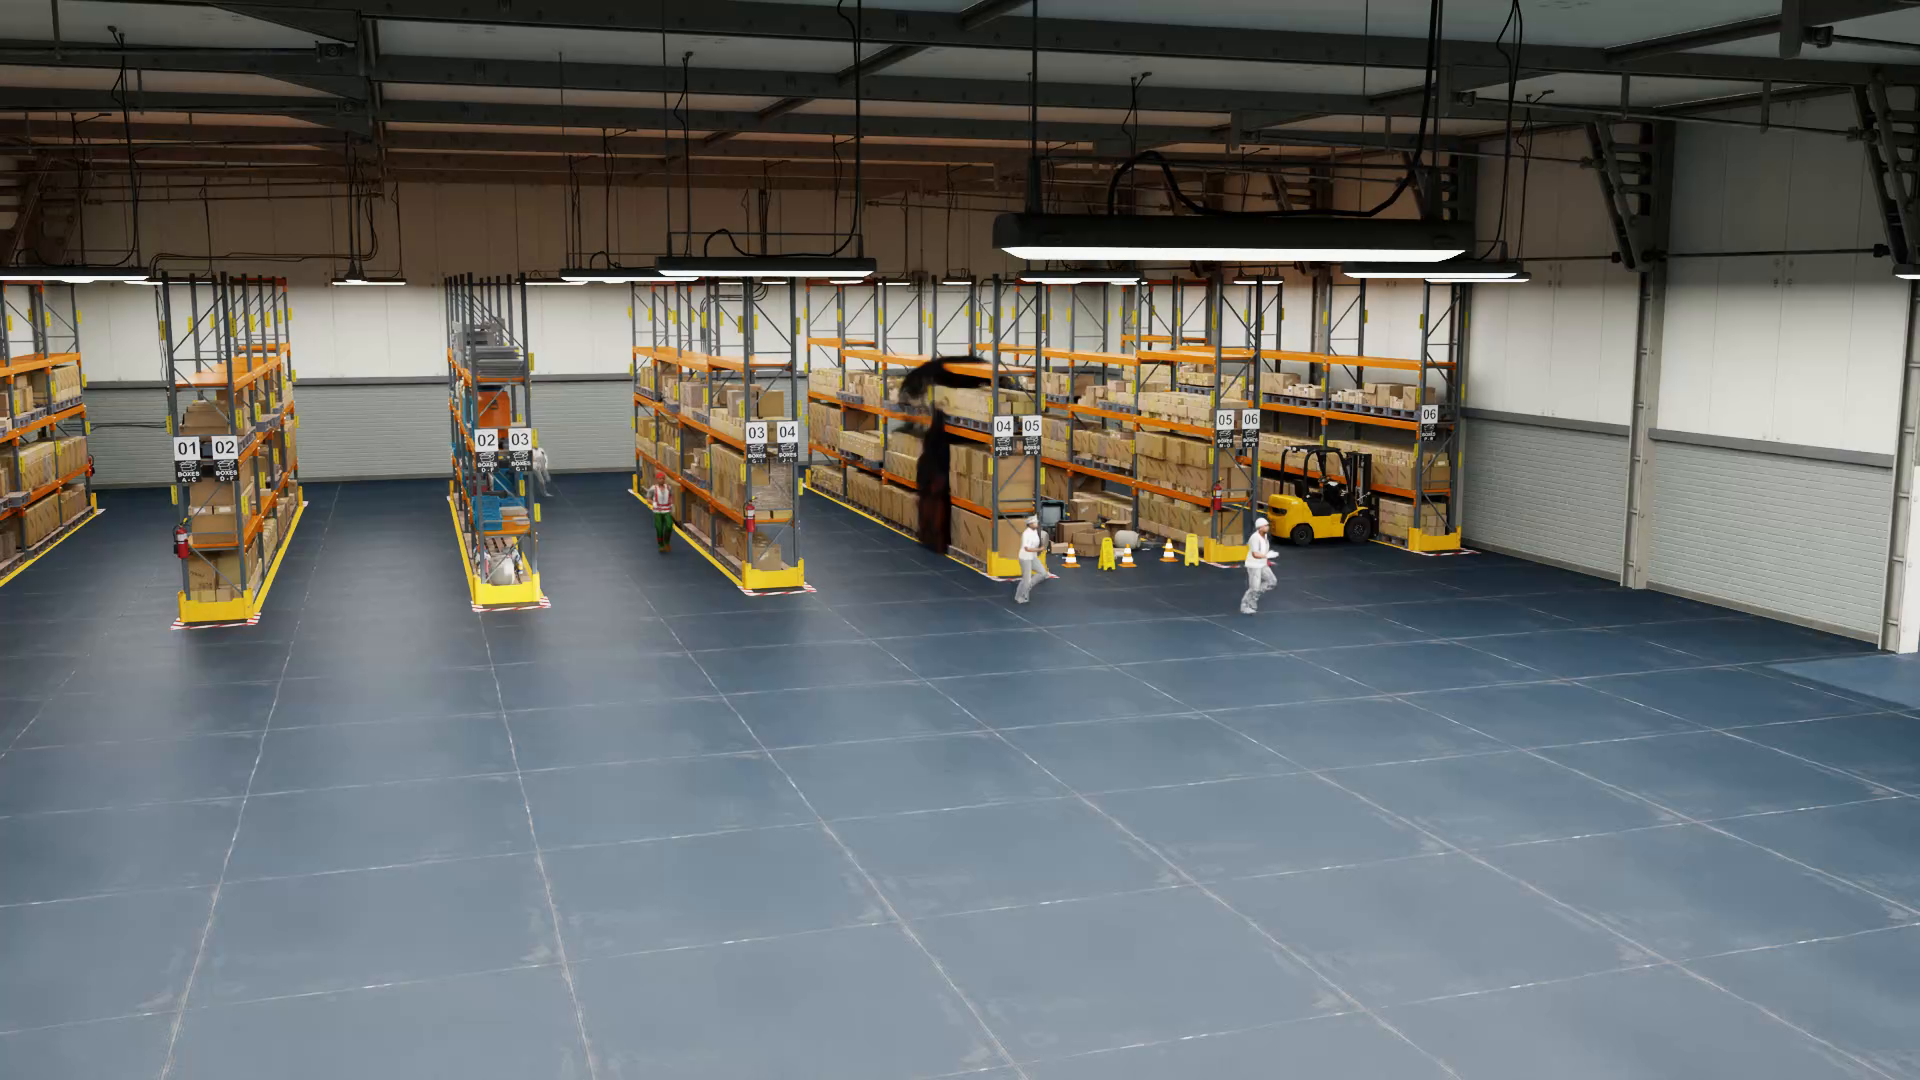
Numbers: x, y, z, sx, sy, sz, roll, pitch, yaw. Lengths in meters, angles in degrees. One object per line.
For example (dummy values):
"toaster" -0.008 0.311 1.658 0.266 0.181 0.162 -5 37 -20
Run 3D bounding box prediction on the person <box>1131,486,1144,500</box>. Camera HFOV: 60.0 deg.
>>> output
"person" 4.644 -1.752 43.683 0.707 1.745 0.953 -4 10 -26

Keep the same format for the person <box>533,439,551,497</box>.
"person" -11.609 -1.978 45.822 0.647 1.613 0.523 -7 11 -40

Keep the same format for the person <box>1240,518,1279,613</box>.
"person" 5.279 0.457 29.224 0.728 1.722 0.726 5 10 31

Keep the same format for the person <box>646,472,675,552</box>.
"person" -6.474 -0.593 36.134 0.648 1.759 0.640 -3 9 -19

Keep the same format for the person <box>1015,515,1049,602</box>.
"person" 1.306 0.340 30.314 0.712 1.644 0.611 5 10 28
